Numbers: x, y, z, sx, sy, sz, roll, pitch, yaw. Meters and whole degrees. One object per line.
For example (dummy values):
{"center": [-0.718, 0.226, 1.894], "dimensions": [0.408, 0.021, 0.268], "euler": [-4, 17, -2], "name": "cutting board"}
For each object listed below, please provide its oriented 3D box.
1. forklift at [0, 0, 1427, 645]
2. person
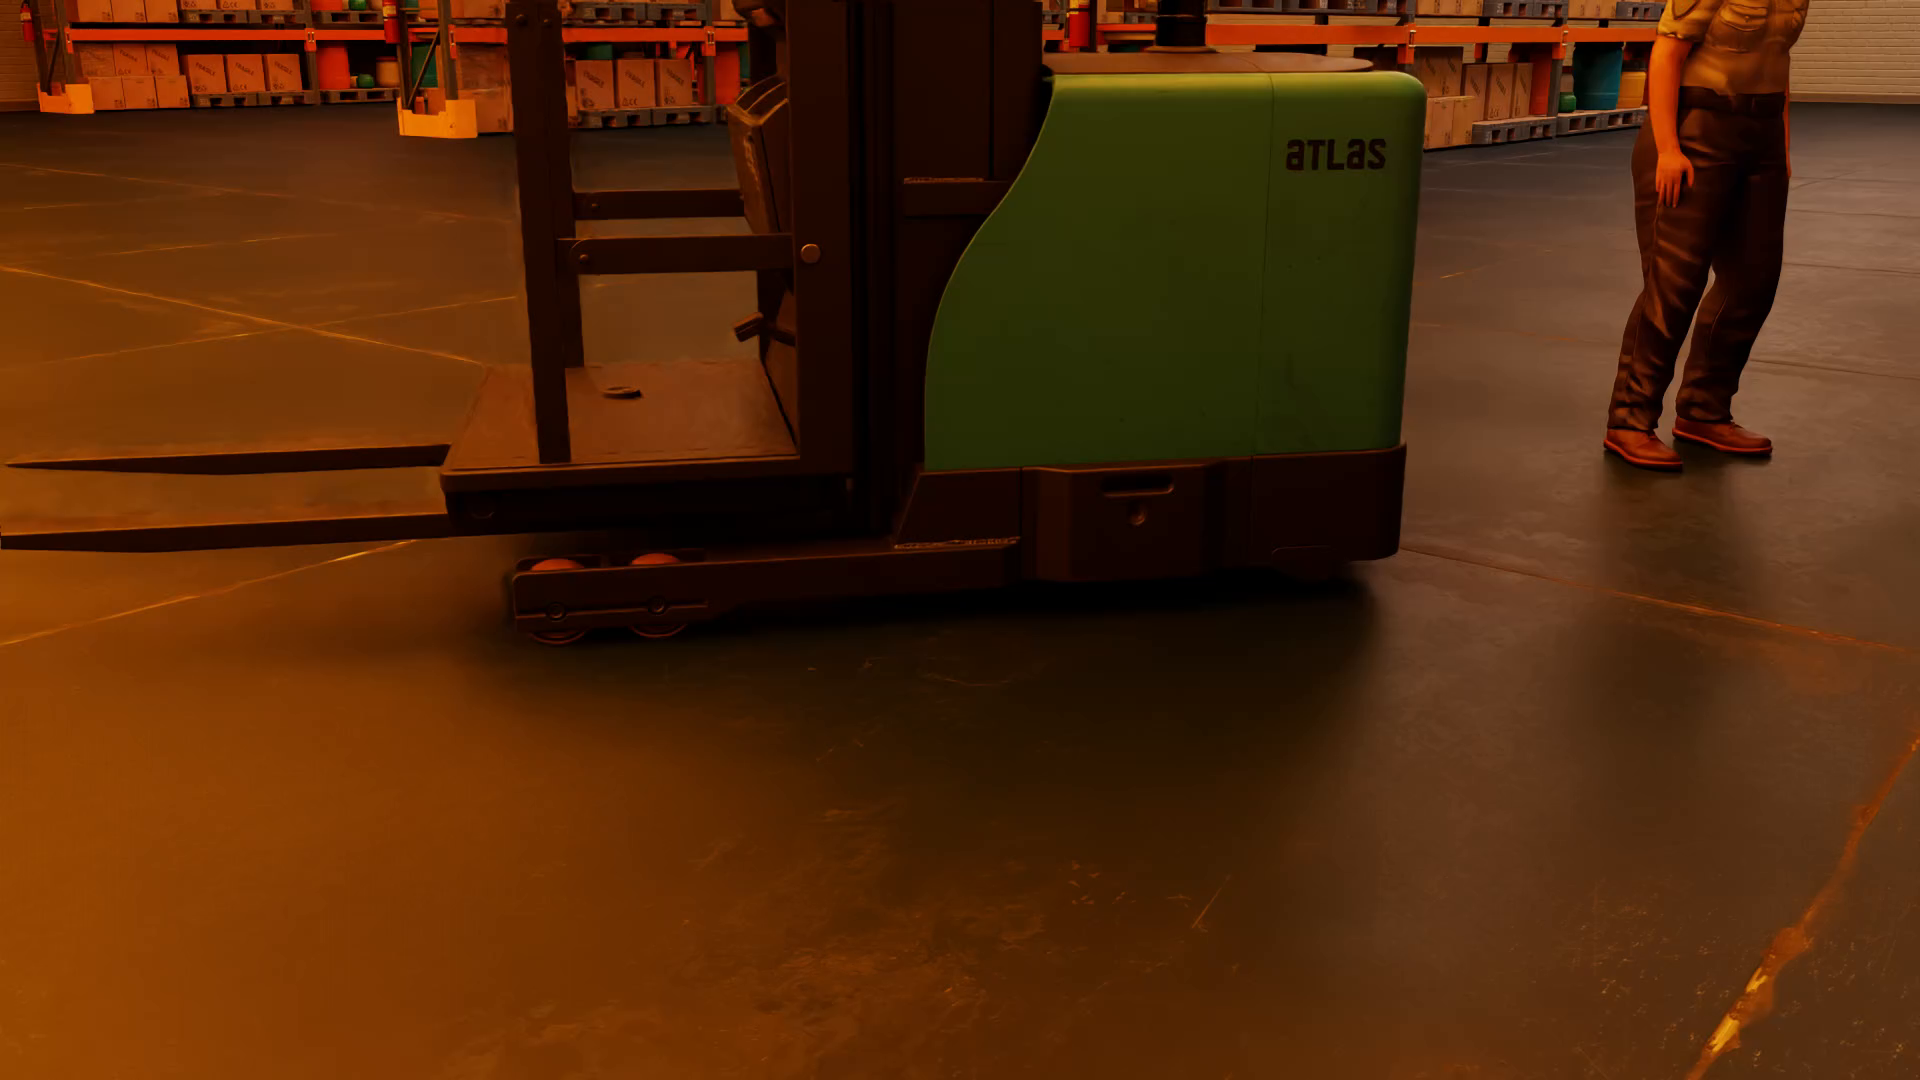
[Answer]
{"center": [-0.610, -1.363, 3.387], "dimensions": [3.031, 2.935, 1.130], "euler": [-3, 17, -10], "name": "forklift"}
{"center": [2.077, -1.049, 4.566], "dimensions": [0.557, 1.646, 0.369], "euler": [-9, 19, -26], "name": "person"}
